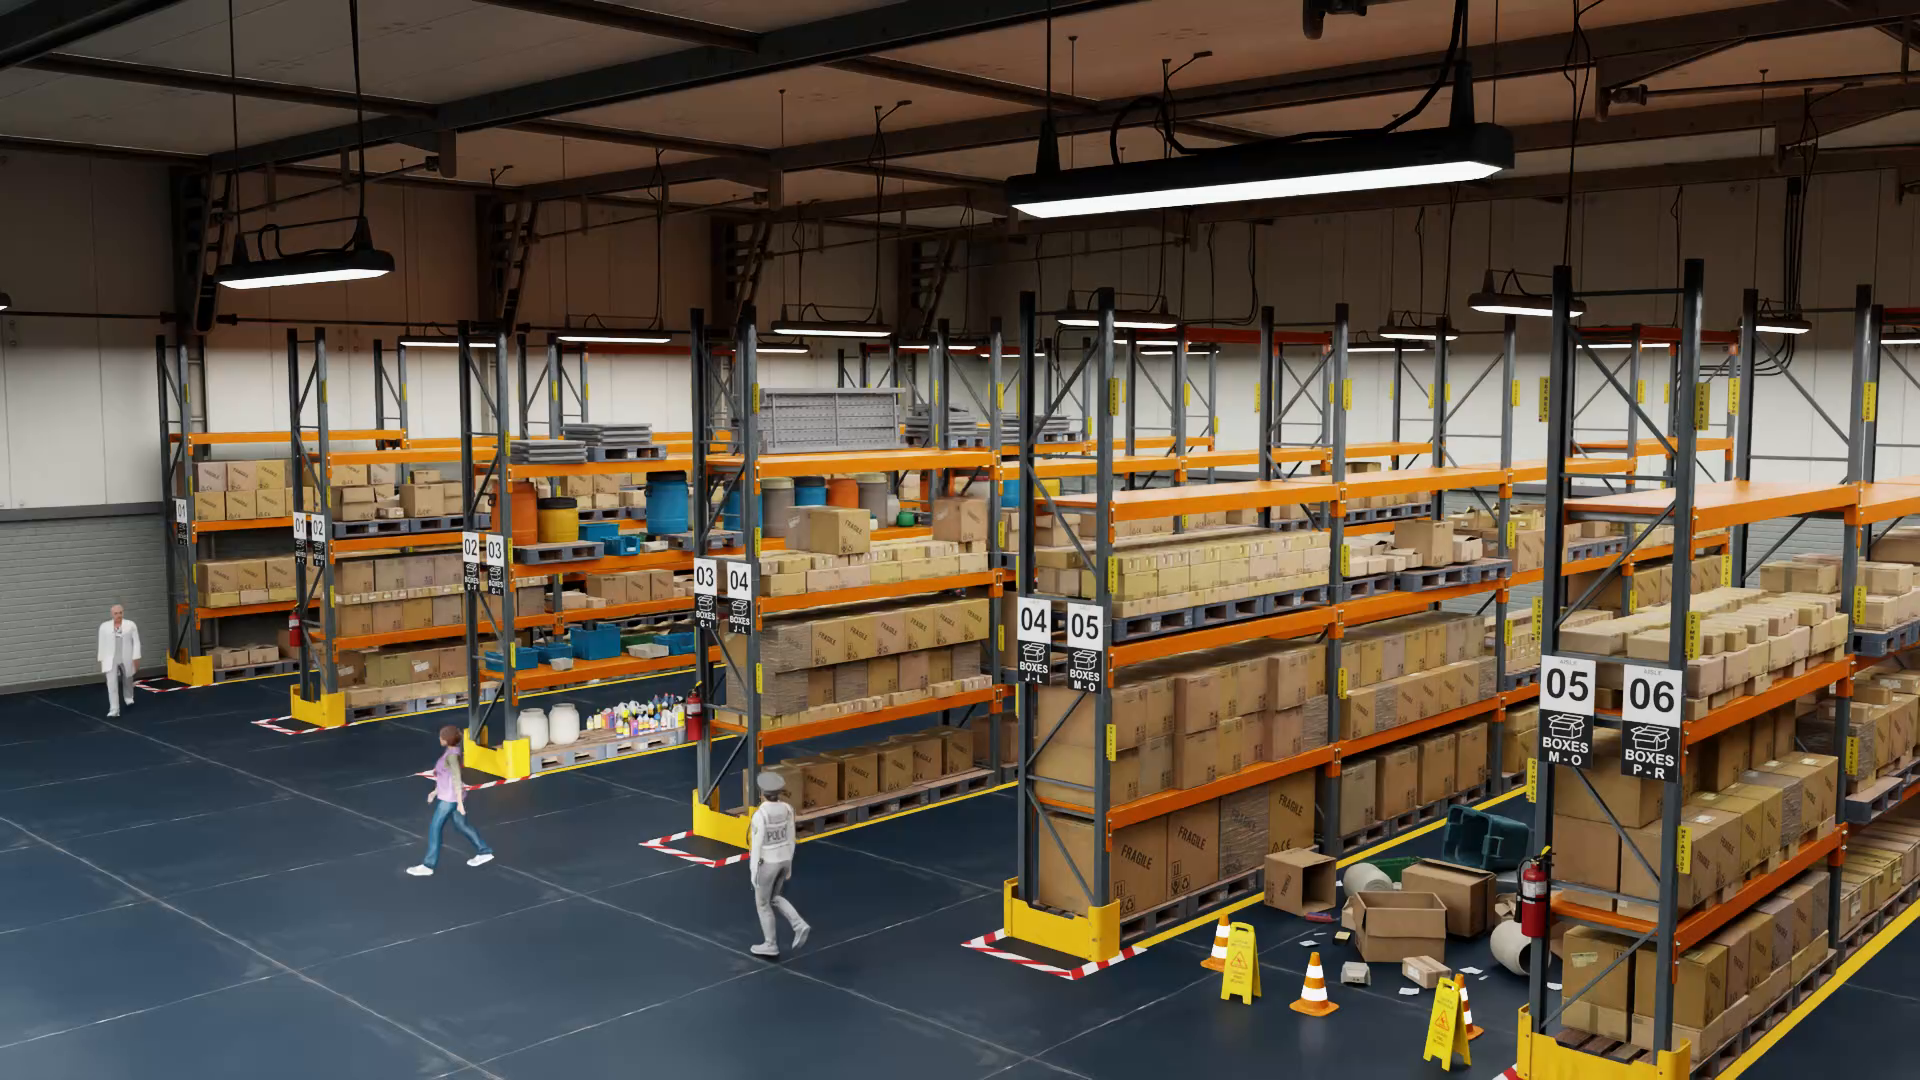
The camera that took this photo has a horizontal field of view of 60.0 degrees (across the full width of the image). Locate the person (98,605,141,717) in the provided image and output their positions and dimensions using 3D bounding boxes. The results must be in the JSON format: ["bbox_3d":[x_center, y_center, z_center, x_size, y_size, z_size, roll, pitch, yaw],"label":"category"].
[{"bbox_3d":[-13.169,1.862,26.049,0.608,1.722,1.187,-3,6,-25],"label":"person"}]

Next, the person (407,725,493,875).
[{"bbox_3d":[-5.417,2.734,17.631,0.844,1.560,0.433,-1,5,-9],"label":"person"}]

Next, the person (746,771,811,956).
[{"bbox_3d":[-1.647,2.914,14.919,0.559,1.679,0.461,3,6,29],"label":"person"}]
